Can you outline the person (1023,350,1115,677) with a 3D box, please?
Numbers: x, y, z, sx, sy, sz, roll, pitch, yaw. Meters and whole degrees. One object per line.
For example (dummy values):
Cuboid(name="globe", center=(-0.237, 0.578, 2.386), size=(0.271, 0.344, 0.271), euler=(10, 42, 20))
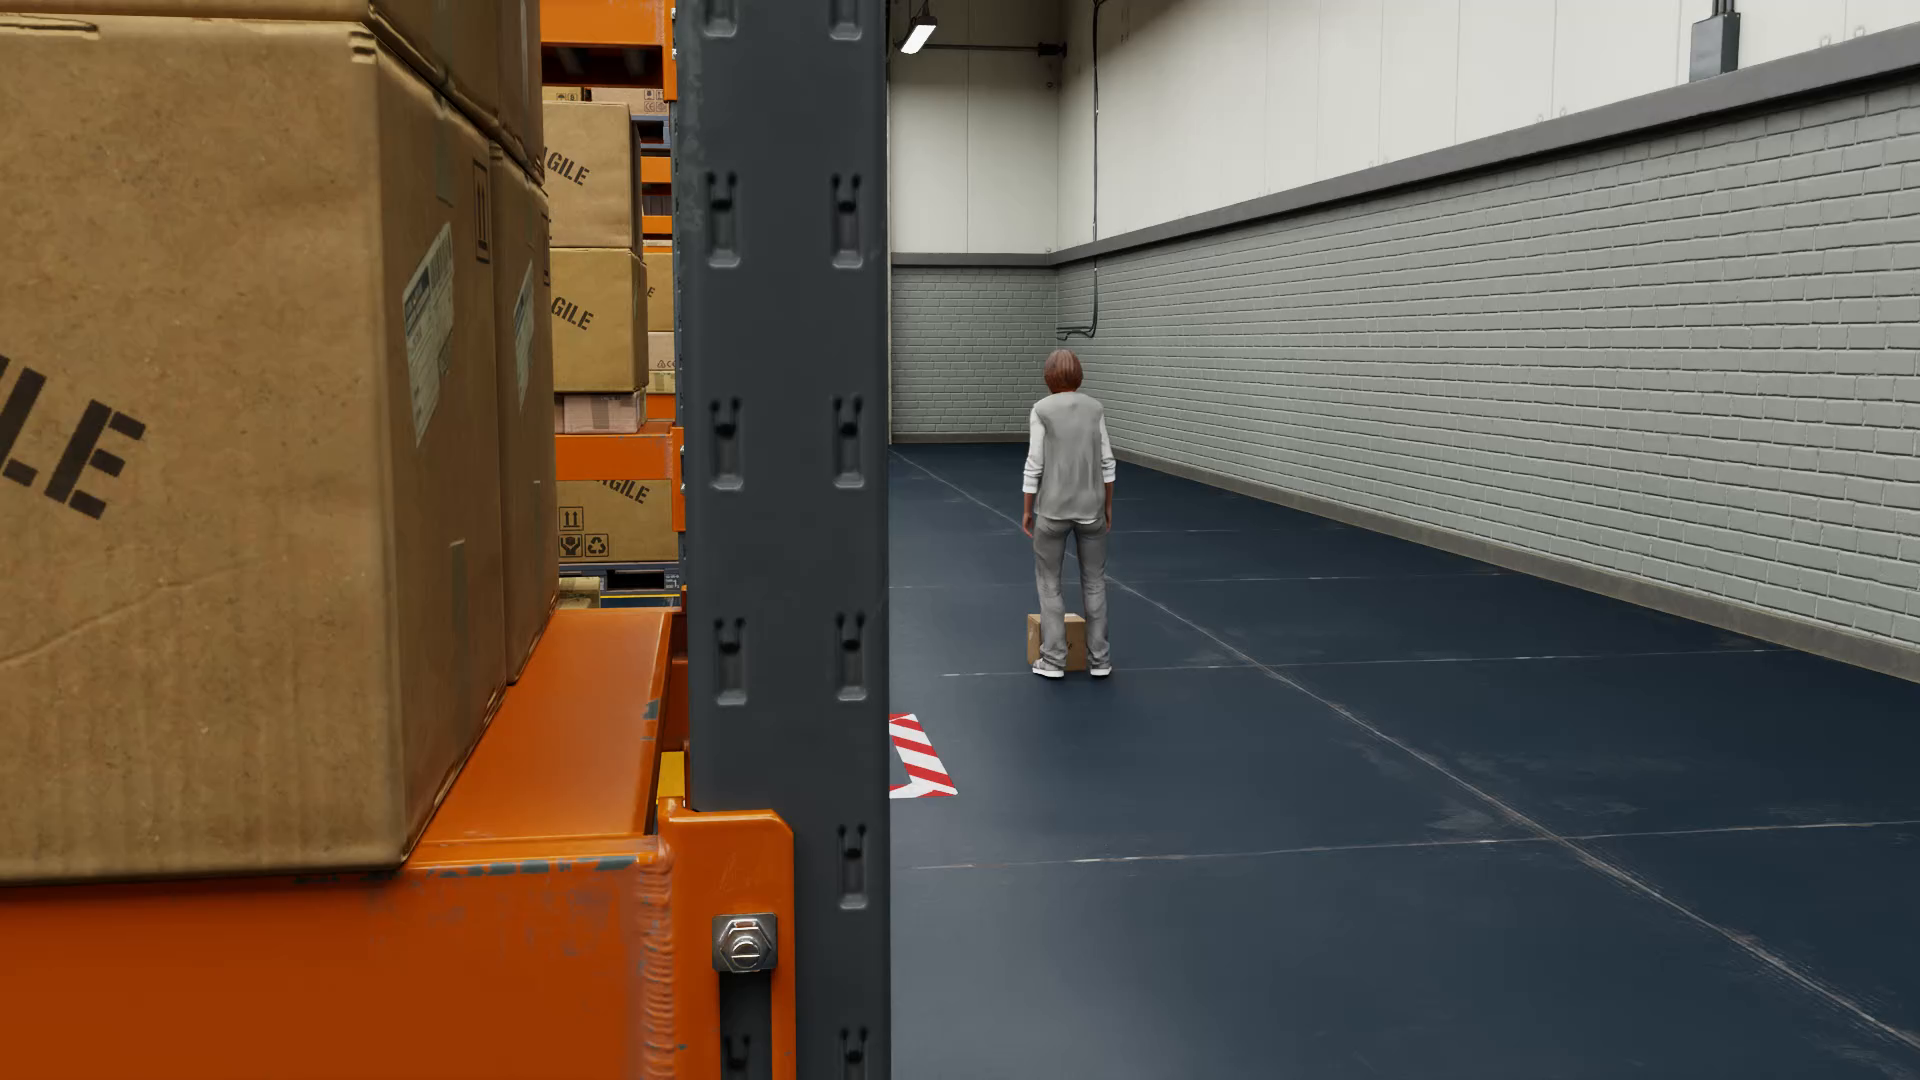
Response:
Cuboid(name="person", center=(0.533, -0.122, 8.076), size=(0.481, 1.591, 0.348), euler=(-1, 7, -12))
